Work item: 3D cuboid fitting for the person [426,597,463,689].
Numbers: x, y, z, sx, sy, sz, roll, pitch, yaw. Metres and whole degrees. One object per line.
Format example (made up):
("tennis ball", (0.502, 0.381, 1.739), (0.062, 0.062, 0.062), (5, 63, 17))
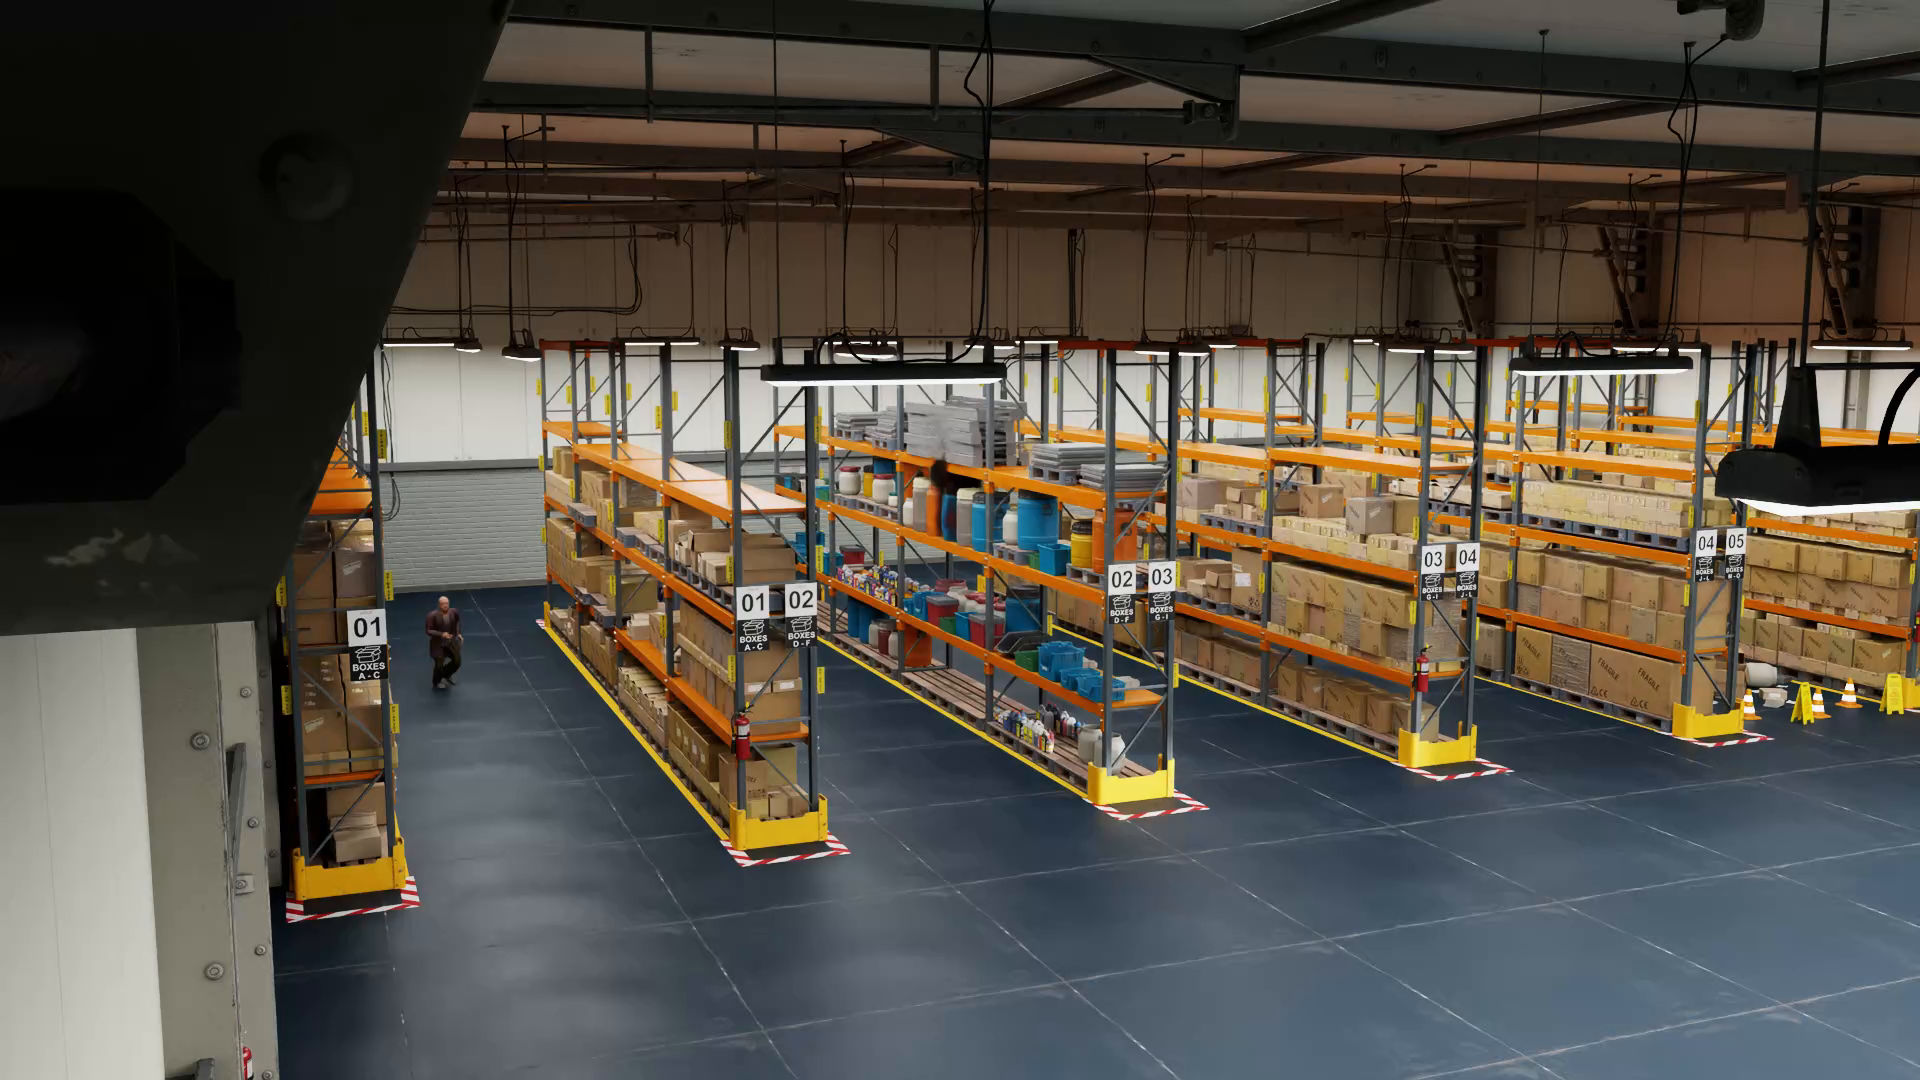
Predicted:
("person", (-8.898, 1.789, 28.698), (0.706, 1.651, 0.863), (-6, 10, -40))

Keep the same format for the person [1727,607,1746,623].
("person", (15.583, 1.239, 33.132), (0.576, 1.617, 0.720), (-4, 8, -26))

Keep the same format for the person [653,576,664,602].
("person", (-6.386, 1.076, 35.046), (0.612, 1.459, 0.949), (-1, 8, -8))
